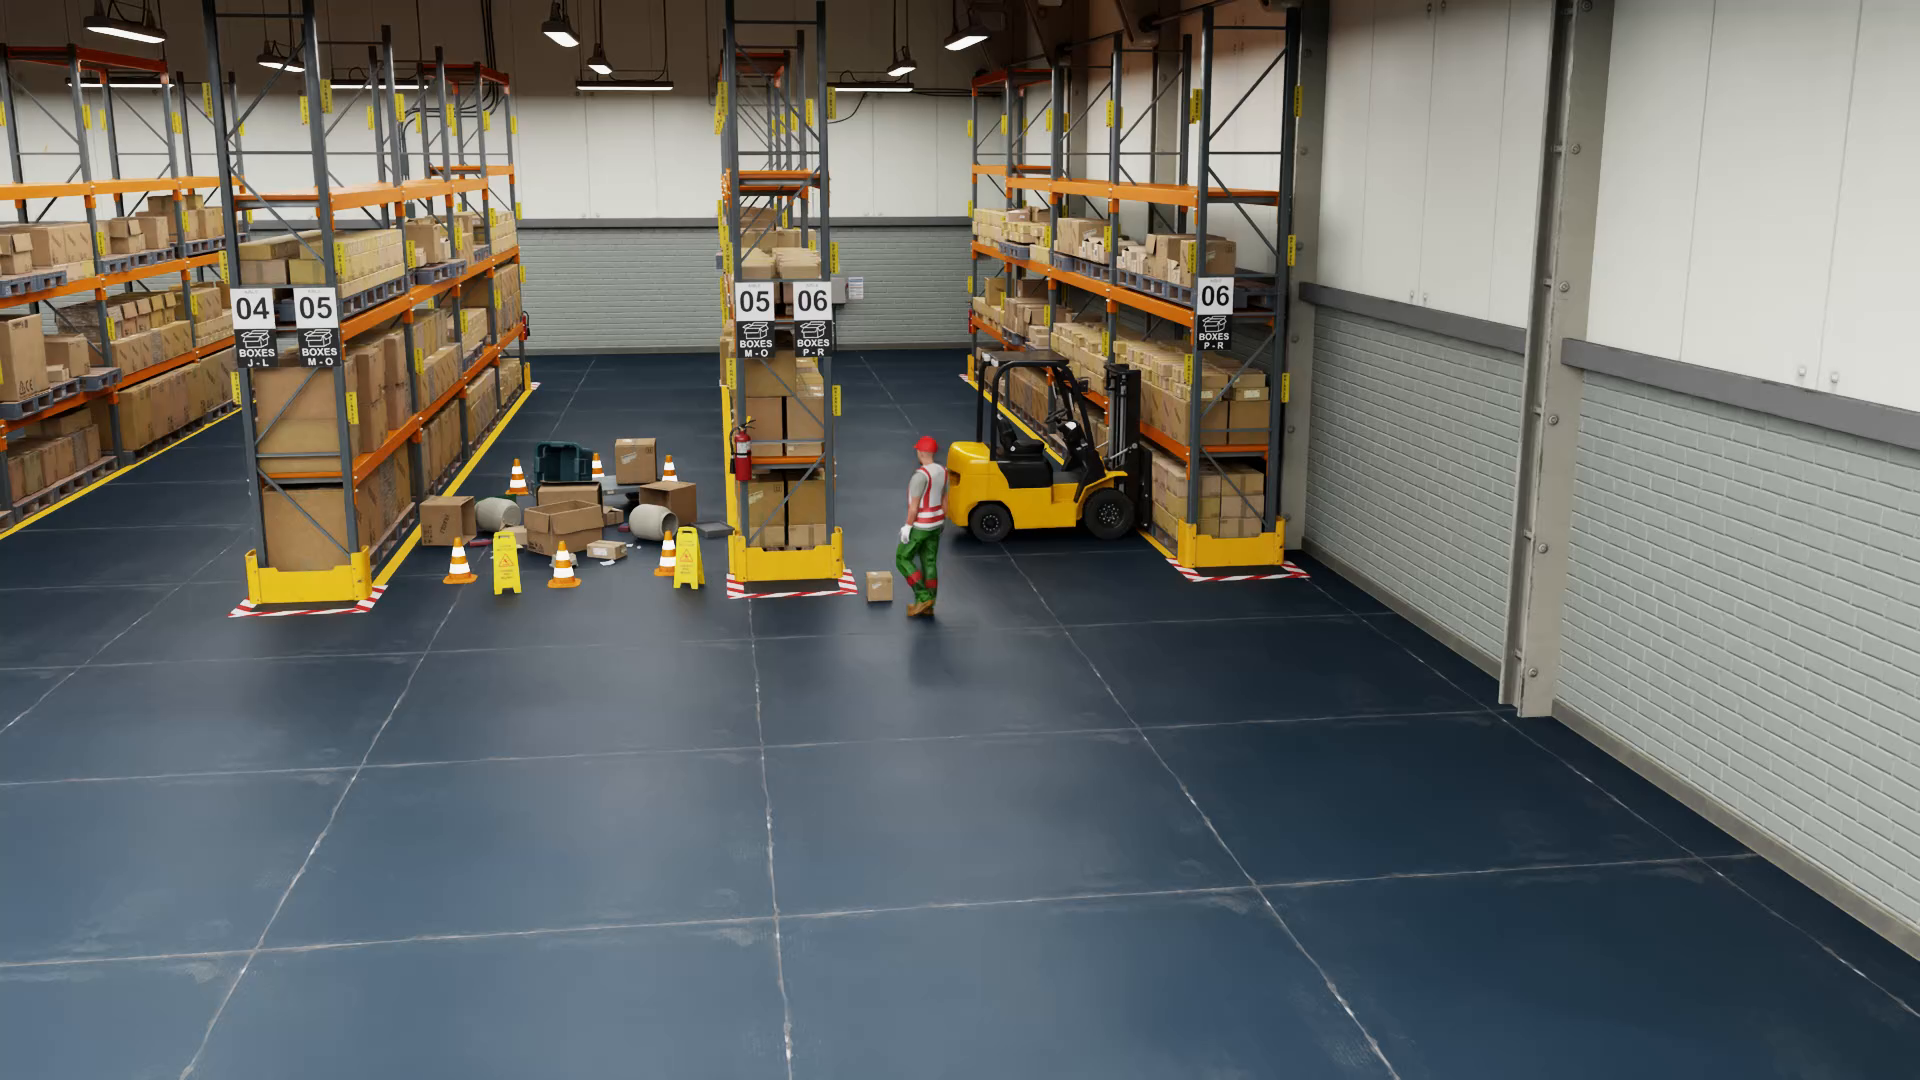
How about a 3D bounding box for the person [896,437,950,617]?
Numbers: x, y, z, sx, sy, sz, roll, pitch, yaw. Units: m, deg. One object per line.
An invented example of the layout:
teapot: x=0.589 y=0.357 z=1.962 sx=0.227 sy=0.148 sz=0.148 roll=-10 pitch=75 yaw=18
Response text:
person: x=-0.381 y=-0.138 z=16.492 sx=0.410 sy=1.789 sz=0.559 roll=9 pitch=16 yaw=33
